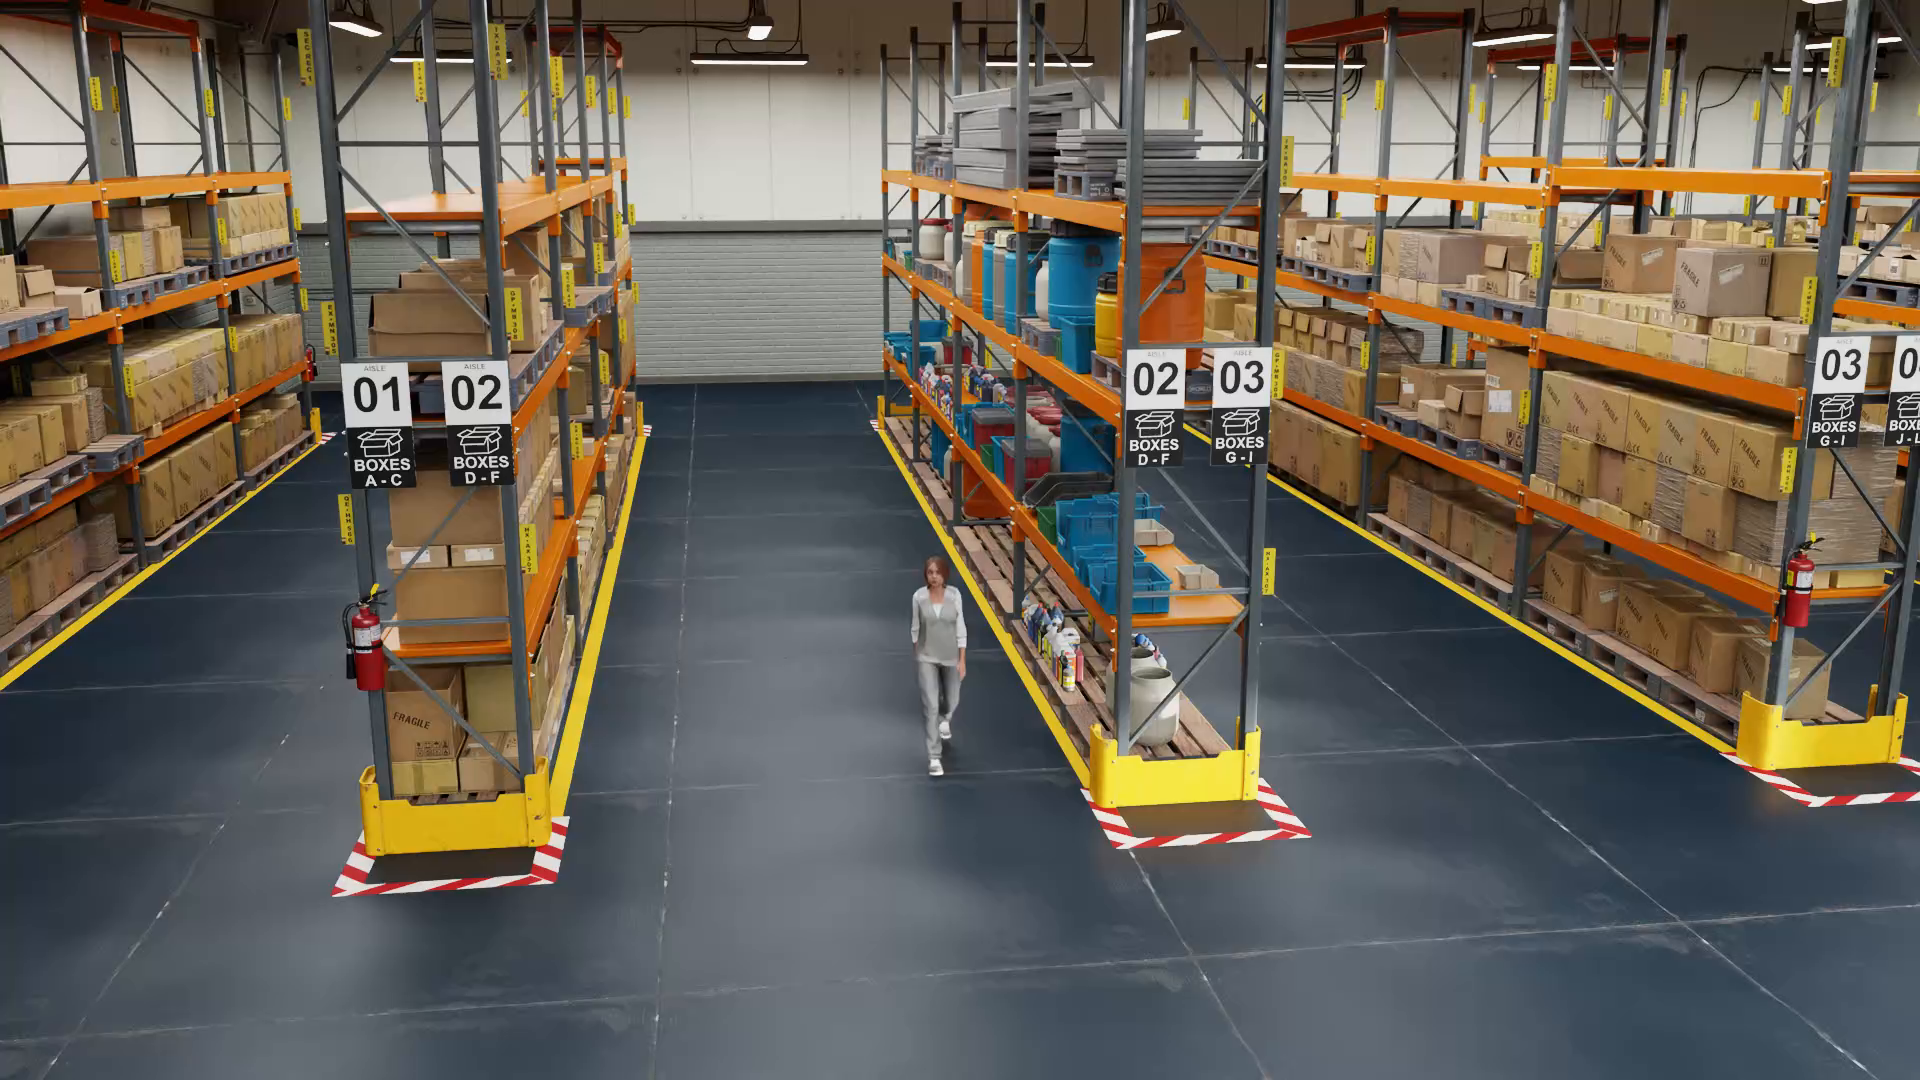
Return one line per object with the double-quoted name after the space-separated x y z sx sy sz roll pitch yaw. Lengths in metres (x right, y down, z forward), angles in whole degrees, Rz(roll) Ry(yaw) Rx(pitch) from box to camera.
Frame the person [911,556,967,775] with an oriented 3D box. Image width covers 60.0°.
-0.156 0.877 12.307 0.398 1.556 0.857 -2 14 -7 "person"
